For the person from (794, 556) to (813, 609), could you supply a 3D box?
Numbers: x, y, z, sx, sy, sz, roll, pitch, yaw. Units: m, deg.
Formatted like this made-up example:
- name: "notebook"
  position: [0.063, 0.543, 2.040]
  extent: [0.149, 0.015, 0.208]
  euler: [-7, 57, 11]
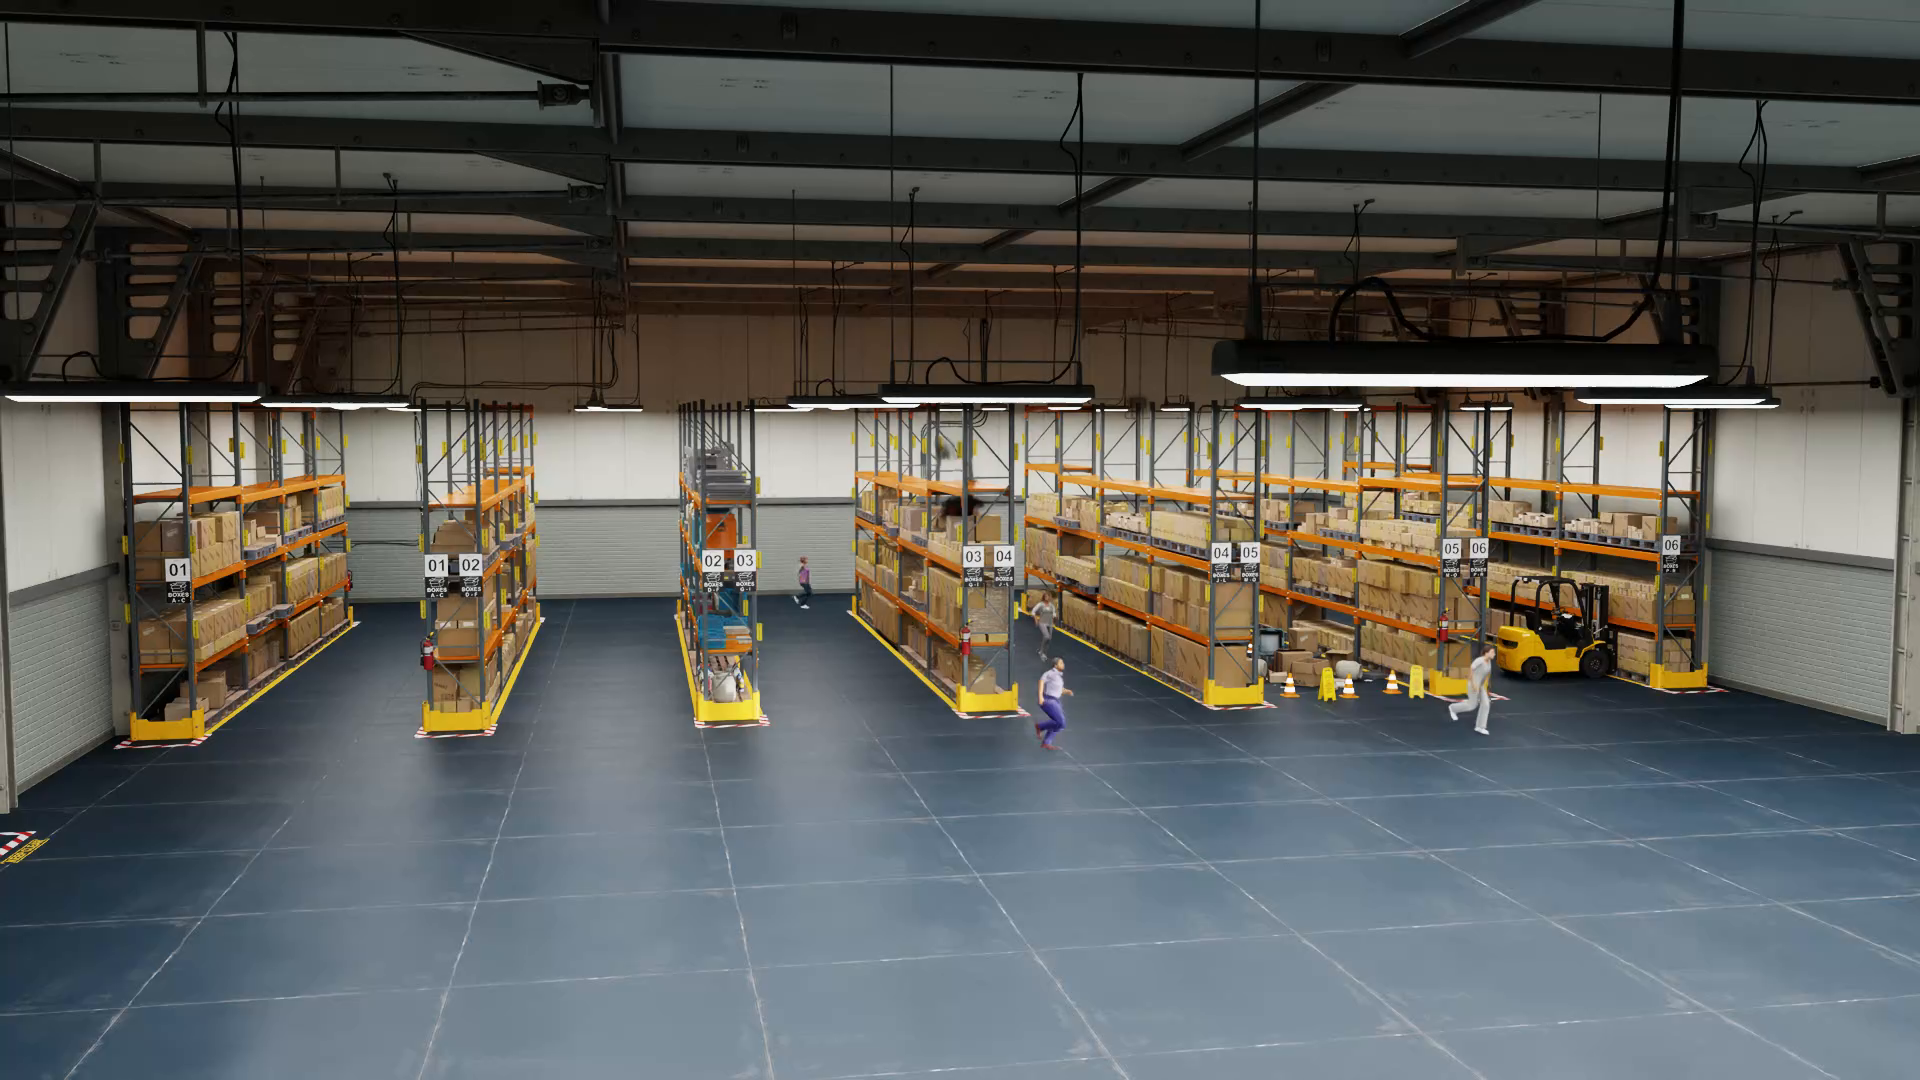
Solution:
- name: "person"
  position: [-4.624, 1.258, 49.137]
  extent: [0.548, 1.536, 0.548]
  euler: [1, 4, 12]

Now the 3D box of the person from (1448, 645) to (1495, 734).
- name: "person"
  position: [9.274, 2.674, 30.127]
  extent: [0.874, 1.621, 0.567]
  euler: [4, 6, 42]

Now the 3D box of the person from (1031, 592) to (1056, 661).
- name: "person"
  position: [1.992, 2.009, 38.602]
  extent: [0.505, 1.592, 0.662]
  euler: [-2, 5, -27]

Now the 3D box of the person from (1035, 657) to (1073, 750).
- name: "person"
  position: [1.610, 2.799, 28.411]
  extent: [0.625, 1.600, 0.645]
  euler: [1, 5, 19]
